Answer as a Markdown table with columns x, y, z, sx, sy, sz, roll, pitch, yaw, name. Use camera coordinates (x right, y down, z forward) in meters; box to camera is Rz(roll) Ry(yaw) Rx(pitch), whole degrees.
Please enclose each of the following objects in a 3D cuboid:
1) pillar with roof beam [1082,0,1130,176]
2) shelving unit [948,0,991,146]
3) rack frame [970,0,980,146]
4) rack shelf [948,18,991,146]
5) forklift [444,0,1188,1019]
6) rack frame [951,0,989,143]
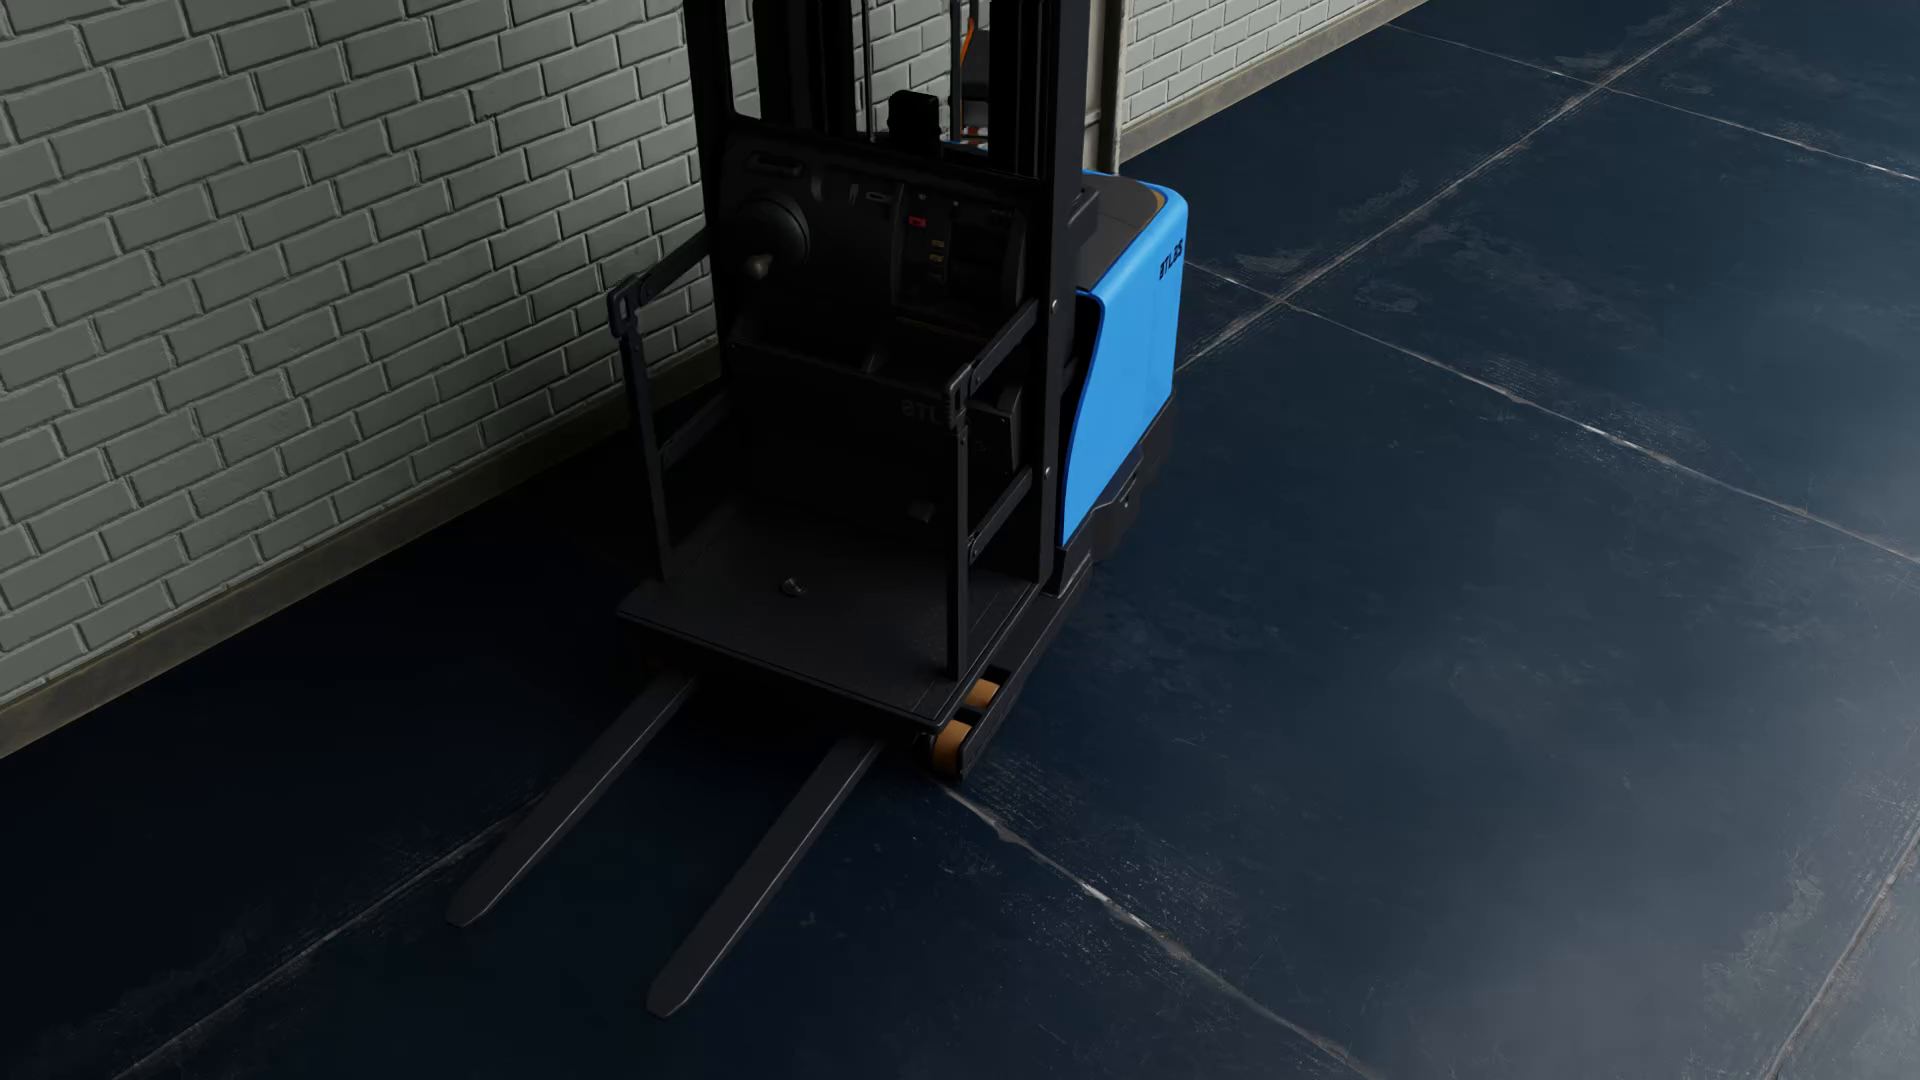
| x | y | z | sx | sy | sz | roll | pitch | yaw | name |
| --- | --- | --- | --- | --- | --- | --- | --- | --- | --- |
| 3.658 | -3.222 | 2.571 | 9.100 | 9.000 | 0.400 | 30 | 47 | 32 | pillar with roof beam |
| 0.204 | -1.549 | 6.010 | 0.431 | 2.100 | 0.503 | 5 | 39 | 6 | shelving unit |
| 0.236 | -1.699 | 6.200 | 0.400 | 2.100 | 0.015 | 5 | 39 | 6 | rack frame |
| 0.204 | -1.538 | 6.019 | 0.431 | 0.518 | 0.480 | 5 | 39 | 6 | rack shelf |
| -0.336 | -0.770 | 4.363 | 1.130 | 2.935 | 3.031 | 17 | 42 | 20 | forklift |
| 0.171 | -1.398 | 5.821 | 0.400 | 2.100 | 0.015 | 5 | 39 | 6 | rack frame |
